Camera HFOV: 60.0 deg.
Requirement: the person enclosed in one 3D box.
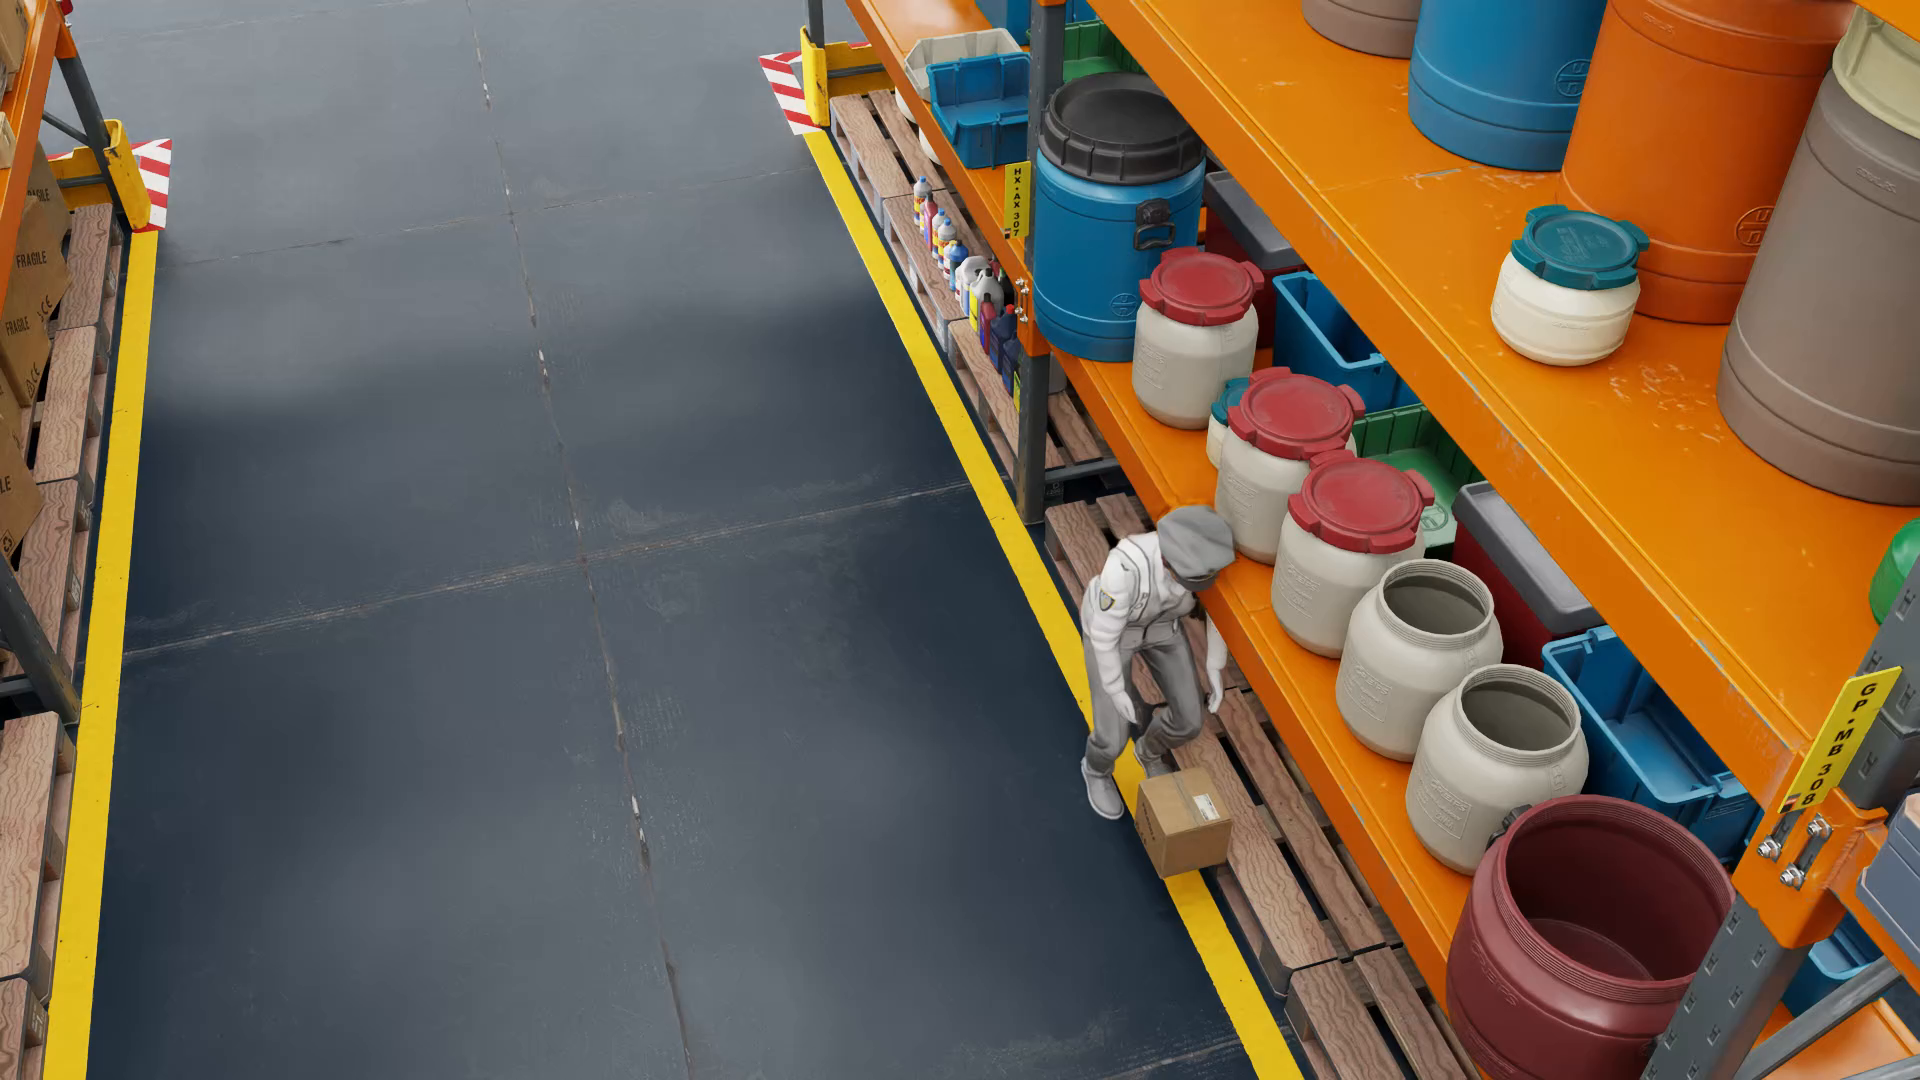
[{"bbox_3d":[0.693,0.418,5.867,0.533,1.455,0.654,-12,44,-12],"label":"person"}]
